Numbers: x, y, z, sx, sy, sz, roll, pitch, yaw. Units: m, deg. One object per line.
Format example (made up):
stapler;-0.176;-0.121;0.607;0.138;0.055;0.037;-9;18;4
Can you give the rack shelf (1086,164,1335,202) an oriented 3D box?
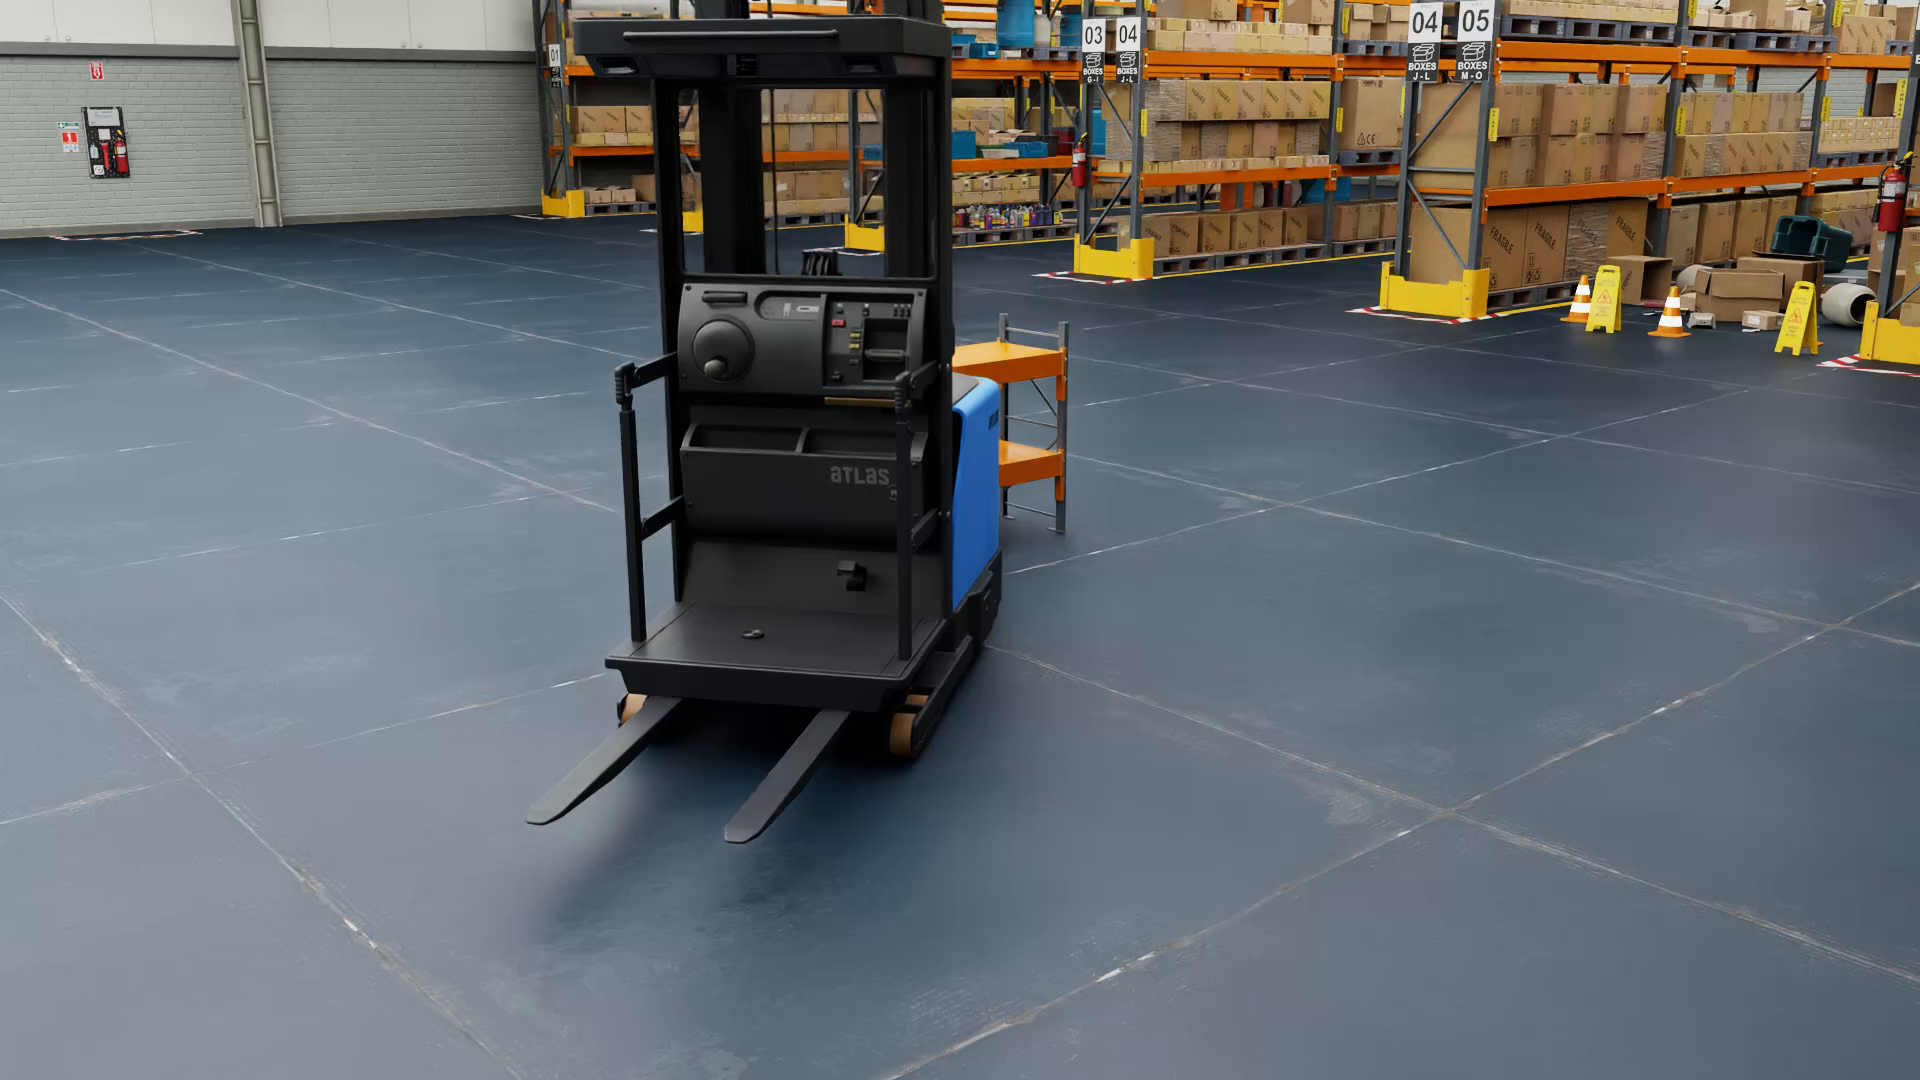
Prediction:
rack shelf;3.449;-4.894;22.652;4.000;0.370;1.077;-13;19;-39

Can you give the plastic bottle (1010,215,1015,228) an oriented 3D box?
plastic bottle;0.825;-5.100;26.602;0.097;0.201;0.097;0;15;0

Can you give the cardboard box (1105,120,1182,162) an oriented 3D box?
cardboard box;2.373;-5.182;21.568;0.500;0.500;0.875;-13;19;-39

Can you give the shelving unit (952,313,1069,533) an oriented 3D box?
shelving unit;0.005;-0.545;8.609;1.048;1.125;0.538;-13;19;-39

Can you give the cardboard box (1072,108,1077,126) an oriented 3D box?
cardboard box;2.692;-8.684;34.442;0.500;0.500;0.700;-9;17;-29

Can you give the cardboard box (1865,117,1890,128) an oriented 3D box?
cardboard box;13.214;-6.041;24.073;0.250;0.149;0.380;-13;20;-41

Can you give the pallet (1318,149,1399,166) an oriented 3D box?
pallet;5.630;-5.589;24.231;1.213;0.211;1.003;-13;19;-39

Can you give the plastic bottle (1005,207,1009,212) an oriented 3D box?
plastic bottle;0.795;-5.335;27.343;0.097;0.271;0.097;0;15;0

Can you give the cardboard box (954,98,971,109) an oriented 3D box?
cardboard box;-0.107;-10.006;38.134;0.500;0.250;0.500;-13;20;-40

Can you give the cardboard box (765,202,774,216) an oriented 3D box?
cardboard box;-3.634;-5.839;29.312;0.500;0.250;0.500;-13;19;-39

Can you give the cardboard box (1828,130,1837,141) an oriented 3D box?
cardboard box;11.855;-5.589;22.959;0.250;0.149;0.380;-11;19;-37

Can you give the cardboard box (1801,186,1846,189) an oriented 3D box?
cardboard box;12.654;-5.060;24.458;0.500;0.250;0.500;-12;19;-37

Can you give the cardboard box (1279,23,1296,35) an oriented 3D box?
cardboard box;4.317;-6.899;22.473;0.250;0.149;0.380;-13;20;-41

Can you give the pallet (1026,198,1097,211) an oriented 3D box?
pallet;2.063;-6.959;34.393;1.213;0.211;1.003;-13;19;-39

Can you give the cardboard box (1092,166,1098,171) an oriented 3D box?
cardboard box;2.835;-7.943;35.211;0.500;0.250;0.500;-13;20;-40

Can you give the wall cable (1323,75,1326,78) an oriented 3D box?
wall cable;8.757;-12.793;45.222;0.112;2.526;3.097;-13;19;-39

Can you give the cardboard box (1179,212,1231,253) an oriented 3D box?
cardboard box;3.335;-4.210;22.730;0.500;0.500;0.500;-10;18;-34

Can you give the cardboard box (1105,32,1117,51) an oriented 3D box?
cardboard box;2.137;-6.410;21.414;0.500;0.250;0.500;-12;19;-38

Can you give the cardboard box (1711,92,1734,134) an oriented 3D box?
cardboard box;9.276;-5.387;20.974;0.500;0.500;0.700;-12;19;-39

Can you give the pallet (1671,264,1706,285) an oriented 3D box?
pallet;8.670;-3.395;21.053;1.213;0.211;1.003;-13;19;-39

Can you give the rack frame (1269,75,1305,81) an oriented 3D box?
rack frame;7.510;-9.542;38.661;0.127;3.000;1.000;-13;19;-39

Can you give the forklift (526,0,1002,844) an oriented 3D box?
forklift;-0.621;-0.748;5.869;1.130;2.935;3.031;3;15;12

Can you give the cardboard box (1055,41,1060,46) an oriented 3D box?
cardboard box;1.782;-9.765;33.488;0.500;0.500;0.910;-13;19;-39

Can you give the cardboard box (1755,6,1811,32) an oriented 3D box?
cardboard box;10.563;-6.697;21.361;0.500;0.311;0.500;-13;19;-39

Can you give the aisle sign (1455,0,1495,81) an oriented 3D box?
aisle sign;5.263;-5.105;17.013;0.004;0.787;0.394;-13;19;-39

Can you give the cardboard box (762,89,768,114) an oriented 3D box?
cardboard box;-3.766;-7.682;28.991;0.500;0.500;0.700;-13;20;-41

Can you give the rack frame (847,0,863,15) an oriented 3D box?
rack frame;-1.311;-8.765;24.127;0.127;3.000;1.000;-13;19;-39

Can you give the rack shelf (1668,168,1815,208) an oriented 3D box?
rack shelf;9.646;-4.589;21.510;4.000;0.370;1.077;-13;19;-39

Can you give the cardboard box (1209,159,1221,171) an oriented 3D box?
cardboard box;3.250;-4.996;22.128;0.250;0.149;0.380;-13;19;-39

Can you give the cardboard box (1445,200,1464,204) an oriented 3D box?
cardboard box;7.483;-5.145;26.191;0.500;0.500;0.700;-14;20;-42

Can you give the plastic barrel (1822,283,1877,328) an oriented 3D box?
plastic barrel;9.010;-2.373;16.814;0.421;0.421;0.512;0;15;-1

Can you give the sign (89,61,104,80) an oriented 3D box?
sign;-14.341;-7.793;27.619;0.199;0.298;0.001;-13;19;-39

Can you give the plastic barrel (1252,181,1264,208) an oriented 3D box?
plastic barrel;5.449;-6.422;30.987;0.421;0.512;0.421;0;15;0

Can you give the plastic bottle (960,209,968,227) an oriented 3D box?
plastic bottle;0.065;-5.180;26.741;0.133;0.283;0.061;-13;19;-39

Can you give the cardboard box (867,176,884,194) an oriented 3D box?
cardboard box;-1.425;-6.779;31.744;0.500;0.311;0.500;-13;19;-39

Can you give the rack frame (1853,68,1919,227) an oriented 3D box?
rack frame;14.172;-5.953;25.222;0.127;3.000;1.000;-13;19;-39

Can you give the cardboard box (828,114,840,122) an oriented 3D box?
cardboard box;-2.376;-7.611;29.981;0.250;0.149;0.380;-13;20;-40

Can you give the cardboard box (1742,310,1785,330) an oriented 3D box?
cardboard box;8.108;-2.211;16.739;0.250;0.149;0.380;-3;15;-11

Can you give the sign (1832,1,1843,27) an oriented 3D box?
sign;11.513;-6.903;21.812;0.005;0.325;0.100;-13;19;-39

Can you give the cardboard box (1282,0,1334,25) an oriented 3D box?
cardboard box;4.786;-7.337;22.854;0.500;0.500;0.500;-13;20;-41

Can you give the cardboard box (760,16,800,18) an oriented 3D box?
cardboard box;-3.128;-8.828;28.895;0.500;0.500;0.500;-13;19;-39

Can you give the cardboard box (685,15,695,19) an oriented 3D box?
cardboard box;-5.406;-10.230;33.254;0.500;0.500;0.500;-11;19;-36

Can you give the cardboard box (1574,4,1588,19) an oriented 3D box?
cardboard box;6.541;-5.708;17.974;0.250;0.149;0.380;-13;20;-40

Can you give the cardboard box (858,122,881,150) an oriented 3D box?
cardboard box;-1.873;-7.481;30.751;0.500;0.500;0.700;-13;20;-41

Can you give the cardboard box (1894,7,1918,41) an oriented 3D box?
cardboard box;13.814;-7.610;24.608;0.500;0.500;0.700;-13;19;-39

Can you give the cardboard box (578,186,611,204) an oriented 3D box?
cardboard box;-7.233;-6.809;32.785;0.500;0.311;0.500;13;20;41

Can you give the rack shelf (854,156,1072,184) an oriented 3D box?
rack shelf;0.198;-5.858;26.262;4.000;0.370;1.077;-13;19;-39

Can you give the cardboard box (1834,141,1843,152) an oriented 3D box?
cardboard box;12.031;-5.484;23.142;0.250;0.149;0.380;-11;19;-37

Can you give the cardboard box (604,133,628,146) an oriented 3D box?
cardboard box;-6.855;-7.844;32.556;0.500;0.250;0.500;-13;20;-41

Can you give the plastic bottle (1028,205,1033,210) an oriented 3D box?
plastic bottle;1.178;-5.470;27.850;0.097;0.271;0.097;0;15;0

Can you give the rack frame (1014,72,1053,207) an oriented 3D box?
rack frame;1.475;-8.187;33.587;0.127;3.000;1.000;-13;19;-39

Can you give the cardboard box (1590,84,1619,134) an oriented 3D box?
cardboard box;7.000;-4.955;19.105;0.550;0.550;0.875;-13;19;-39

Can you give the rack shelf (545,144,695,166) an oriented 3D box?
rack shelf;-6.306;-7.787;33.483;4.000;0.370;1.077;-13;19;-39

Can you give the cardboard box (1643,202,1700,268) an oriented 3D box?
cardboard box;8.547;-3.836;20.844;0.750;0.750;1.050;-13;20;-40
